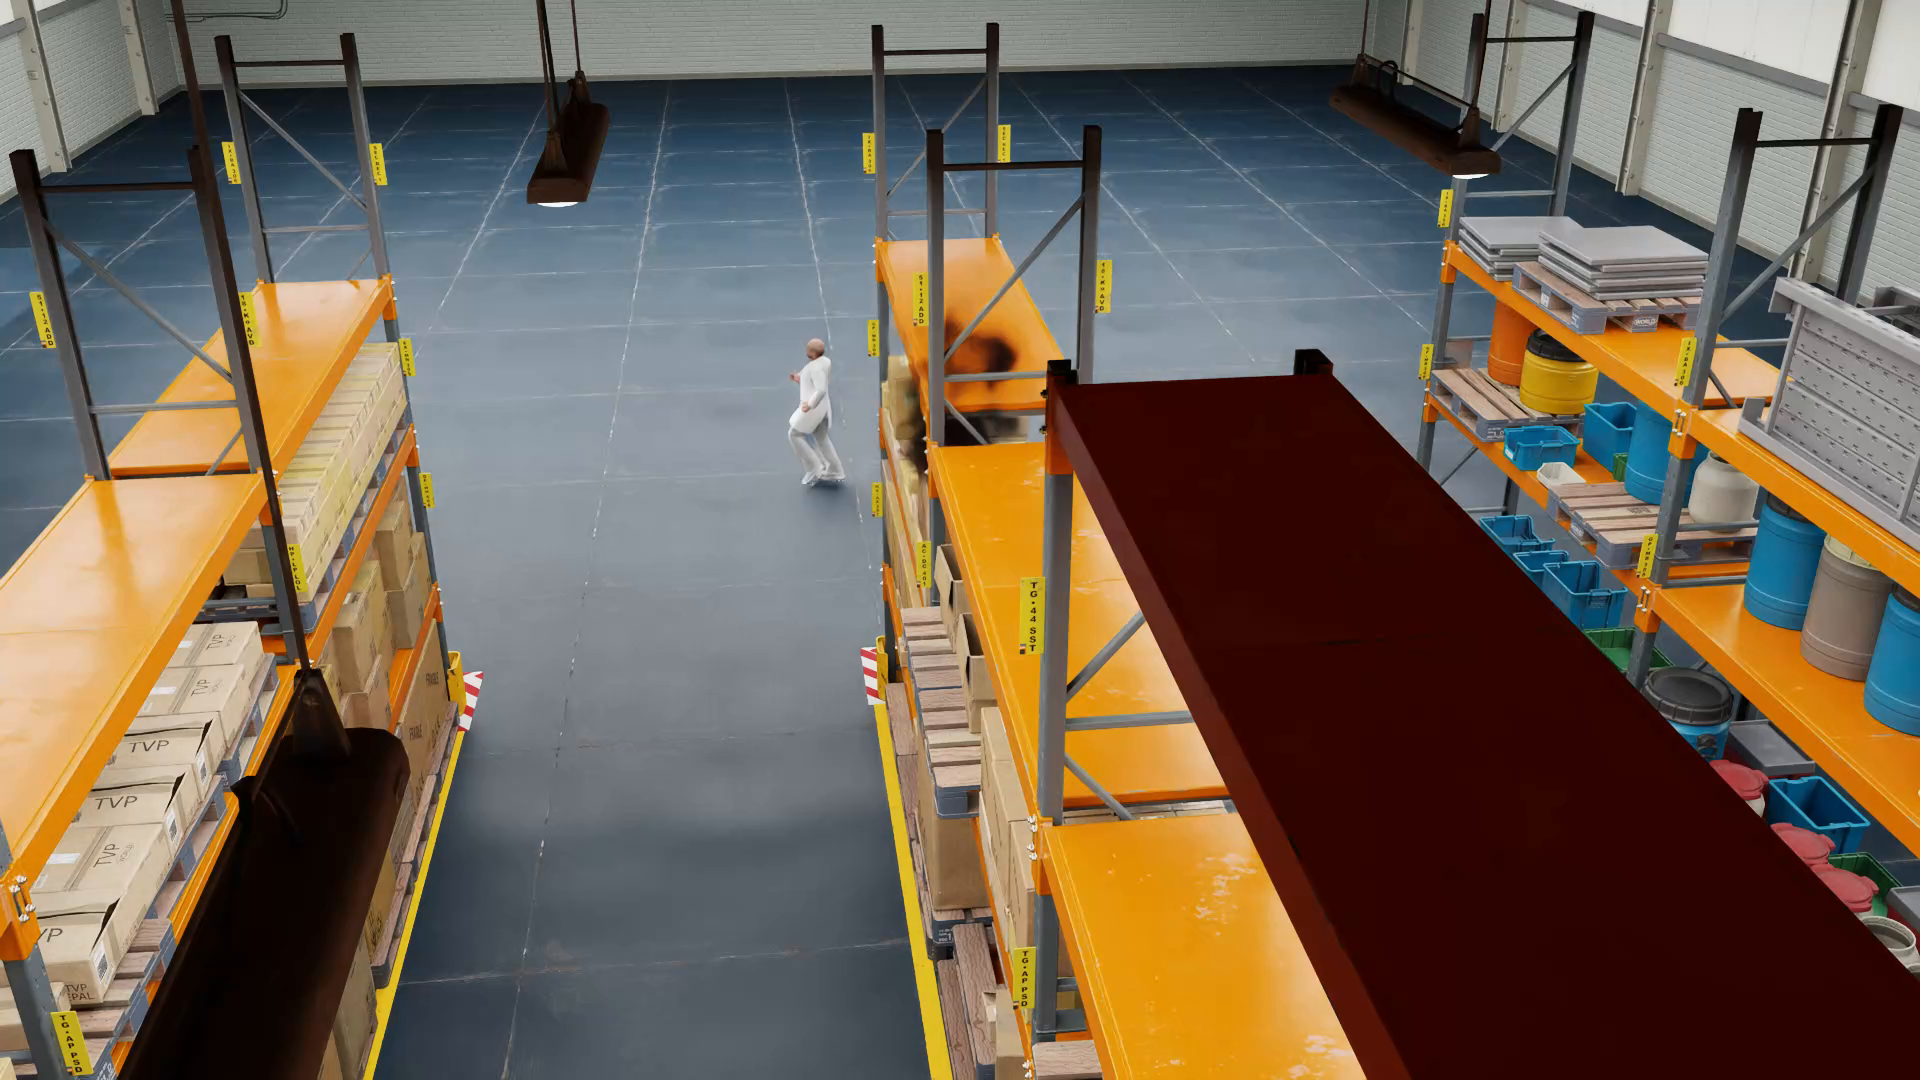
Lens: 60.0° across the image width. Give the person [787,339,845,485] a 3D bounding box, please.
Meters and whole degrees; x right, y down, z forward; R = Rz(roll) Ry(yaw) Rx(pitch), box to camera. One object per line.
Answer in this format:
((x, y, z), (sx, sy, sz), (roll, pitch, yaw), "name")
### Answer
((-1.735, -1.507, 19.631), (0.755, 1.814, 0.688), (10, 27, 20), "person")
